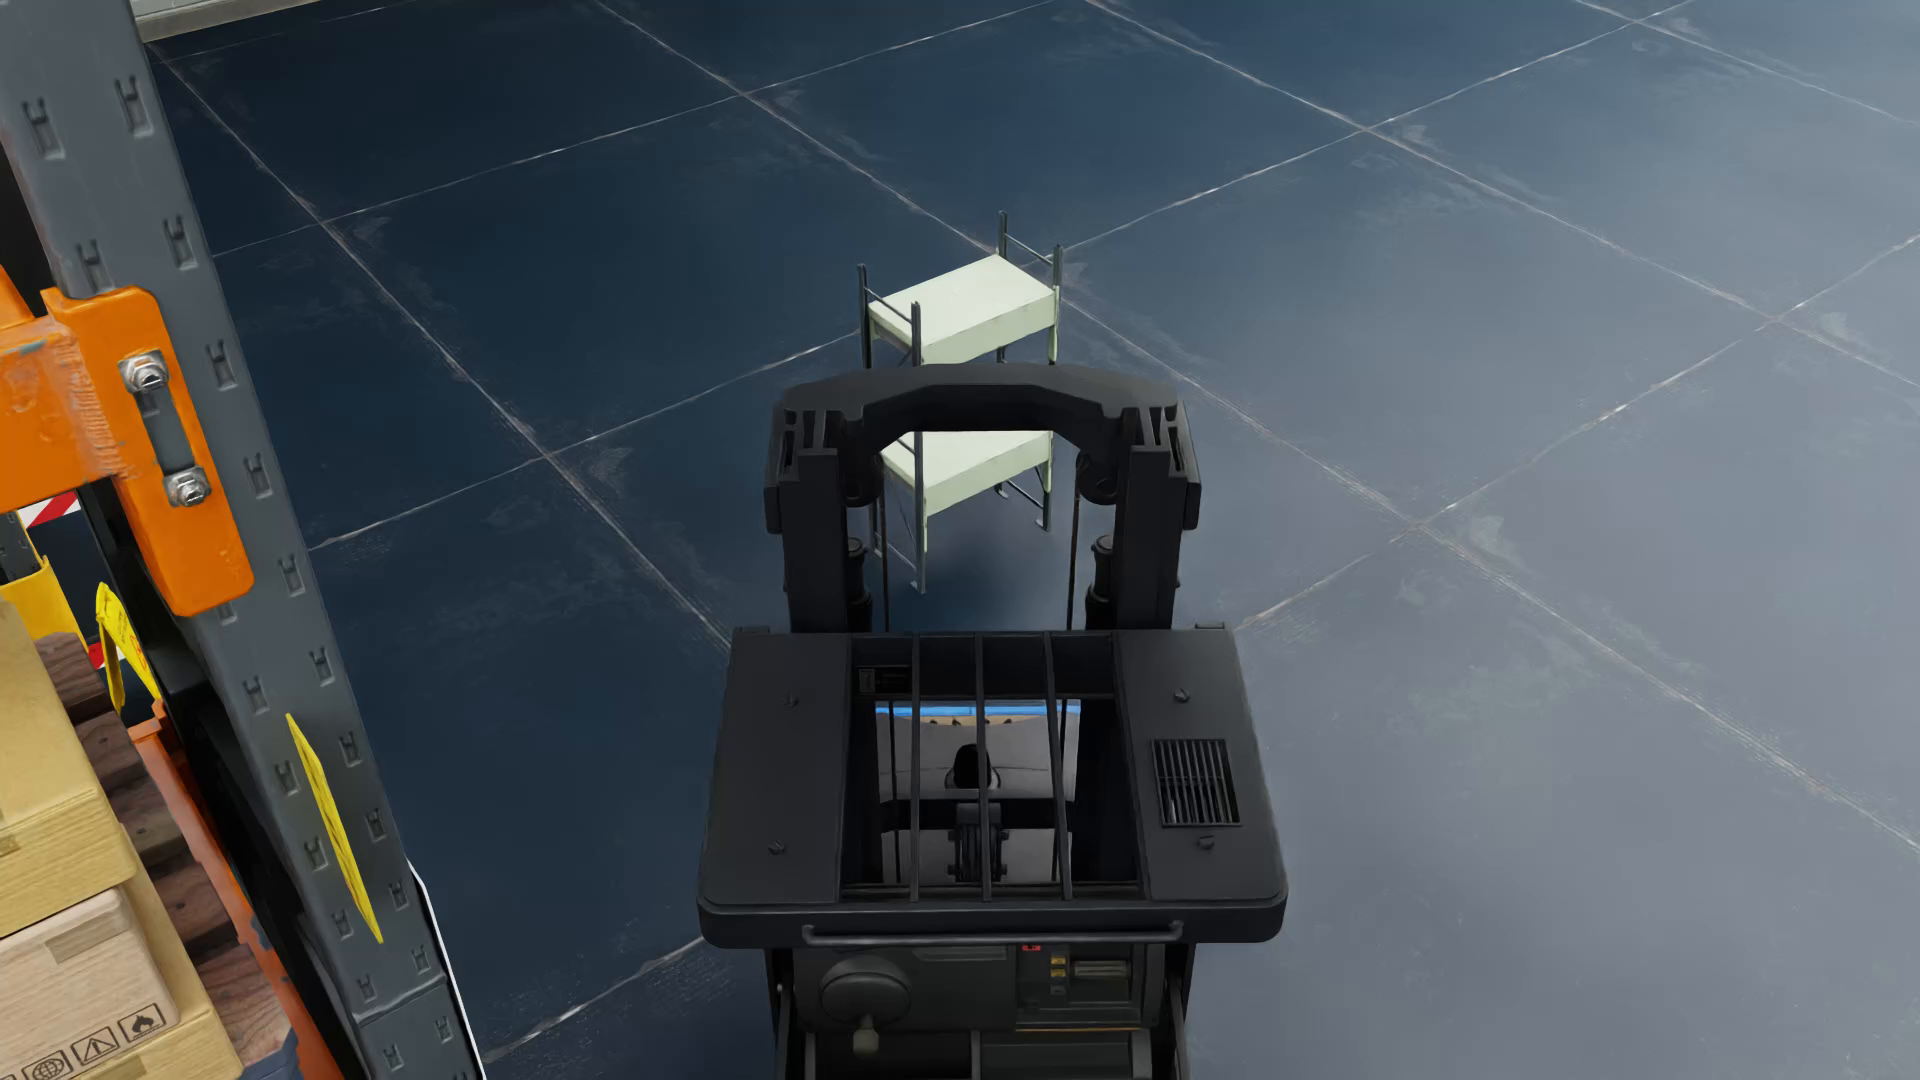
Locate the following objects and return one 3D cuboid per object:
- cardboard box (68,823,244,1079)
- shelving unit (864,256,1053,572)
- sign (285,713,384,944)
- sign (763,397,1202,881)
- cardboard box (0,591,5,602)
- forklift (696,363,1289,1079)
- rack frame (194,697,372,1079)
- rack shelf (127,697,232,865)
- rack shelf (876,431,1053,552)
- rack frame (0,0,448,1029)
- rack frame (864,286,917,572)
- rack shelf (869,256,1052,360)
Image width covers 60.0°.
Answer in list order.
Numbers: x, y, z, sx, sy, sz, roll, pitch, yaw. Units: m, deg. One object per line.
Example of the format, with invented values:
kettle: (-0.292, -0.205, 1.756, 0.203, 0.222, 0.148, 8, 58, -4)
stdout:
cardboard box: (-1.114, 0.573, 2.109, 0.250, 0.149, 0.380, -26, 46, -28)
shelving unit: (0.001, -0.580, 7.275, 0.731, 1.308, 0.431, -26, 46, -28)
sign: (-0.738, 0.345, 1.964, 0.005, 0.325, 0.100, -26, 46, -28)
sign: (0.046, 0.842, 4.495, 2.025, 2.768, 2.177, -26, 46, -28)
cardboard box: (-1.525, 0.246, 2.509, 0.250, 0.149, 0.380, -26, 46, -28)
forklift: (0.050, 1.169, 4.014, 1.121, 2.935, 3.031, -1, 39, -1)
rack frame: (-1.055, 1.540, 3.508, 0.053, 2.616, 0.949, -26, 46, -28)
rack shelf: (-2.643, 1.429, 1.845, 4.000, 0.370, 1.077, -26, 46, -28)
rack shelf: (0.005, -0.330, 7.484, 0.720, 0.370, 0.431, -26, 46, -28)
rack frame: (-1.057, -0.782, 1.608, 0.127, 3.000, 1.000, -26, 46, -28)
rack frame: (-0.286, -0.442, 7.106, 0.010, 1.308, 0.380, -26, 46, -28)
rack shelf: (0.005, -0.960, 6.968, 0.686, 0.124, 0.368, -26, 46, -28)
